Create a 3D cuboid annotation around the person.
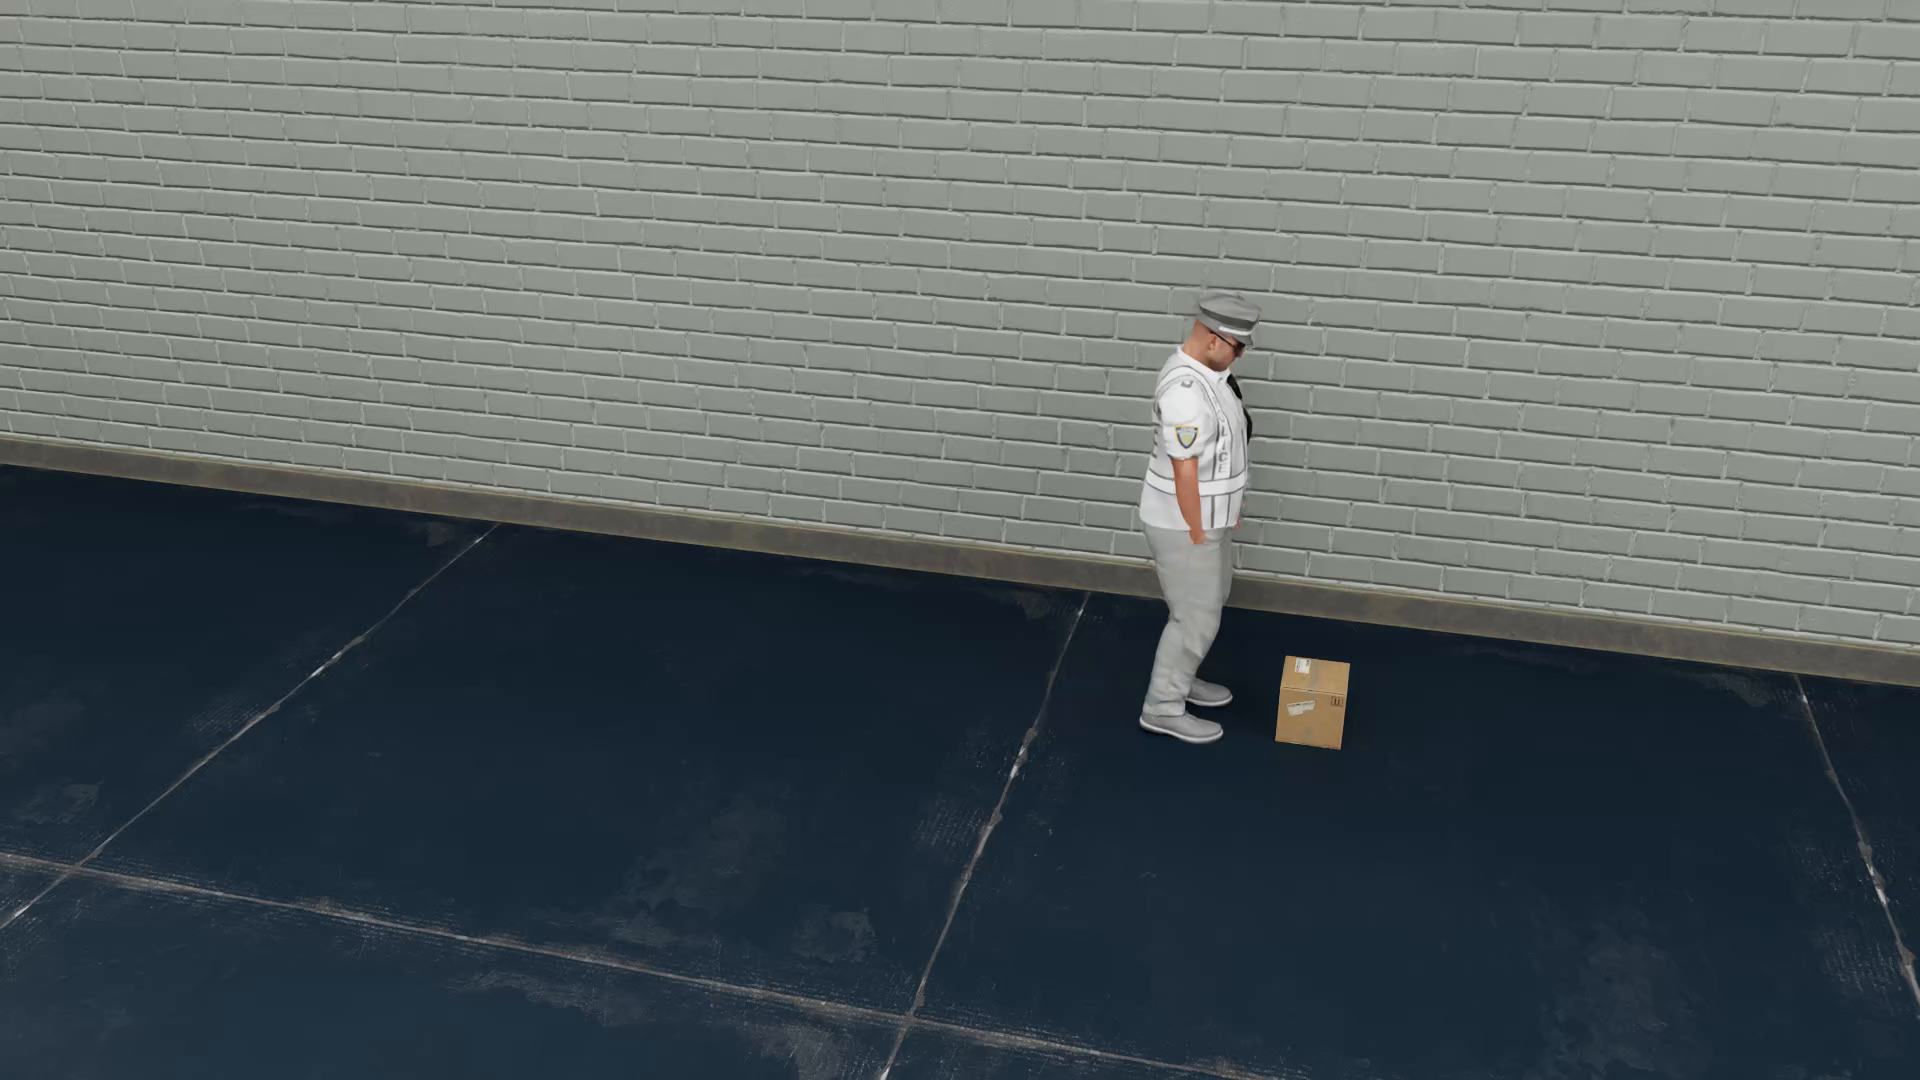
[{"bbox_3d":[0.889,-0.095,6.340,0.392,1.733,0.538,7,26,14],"label":"person"}]
